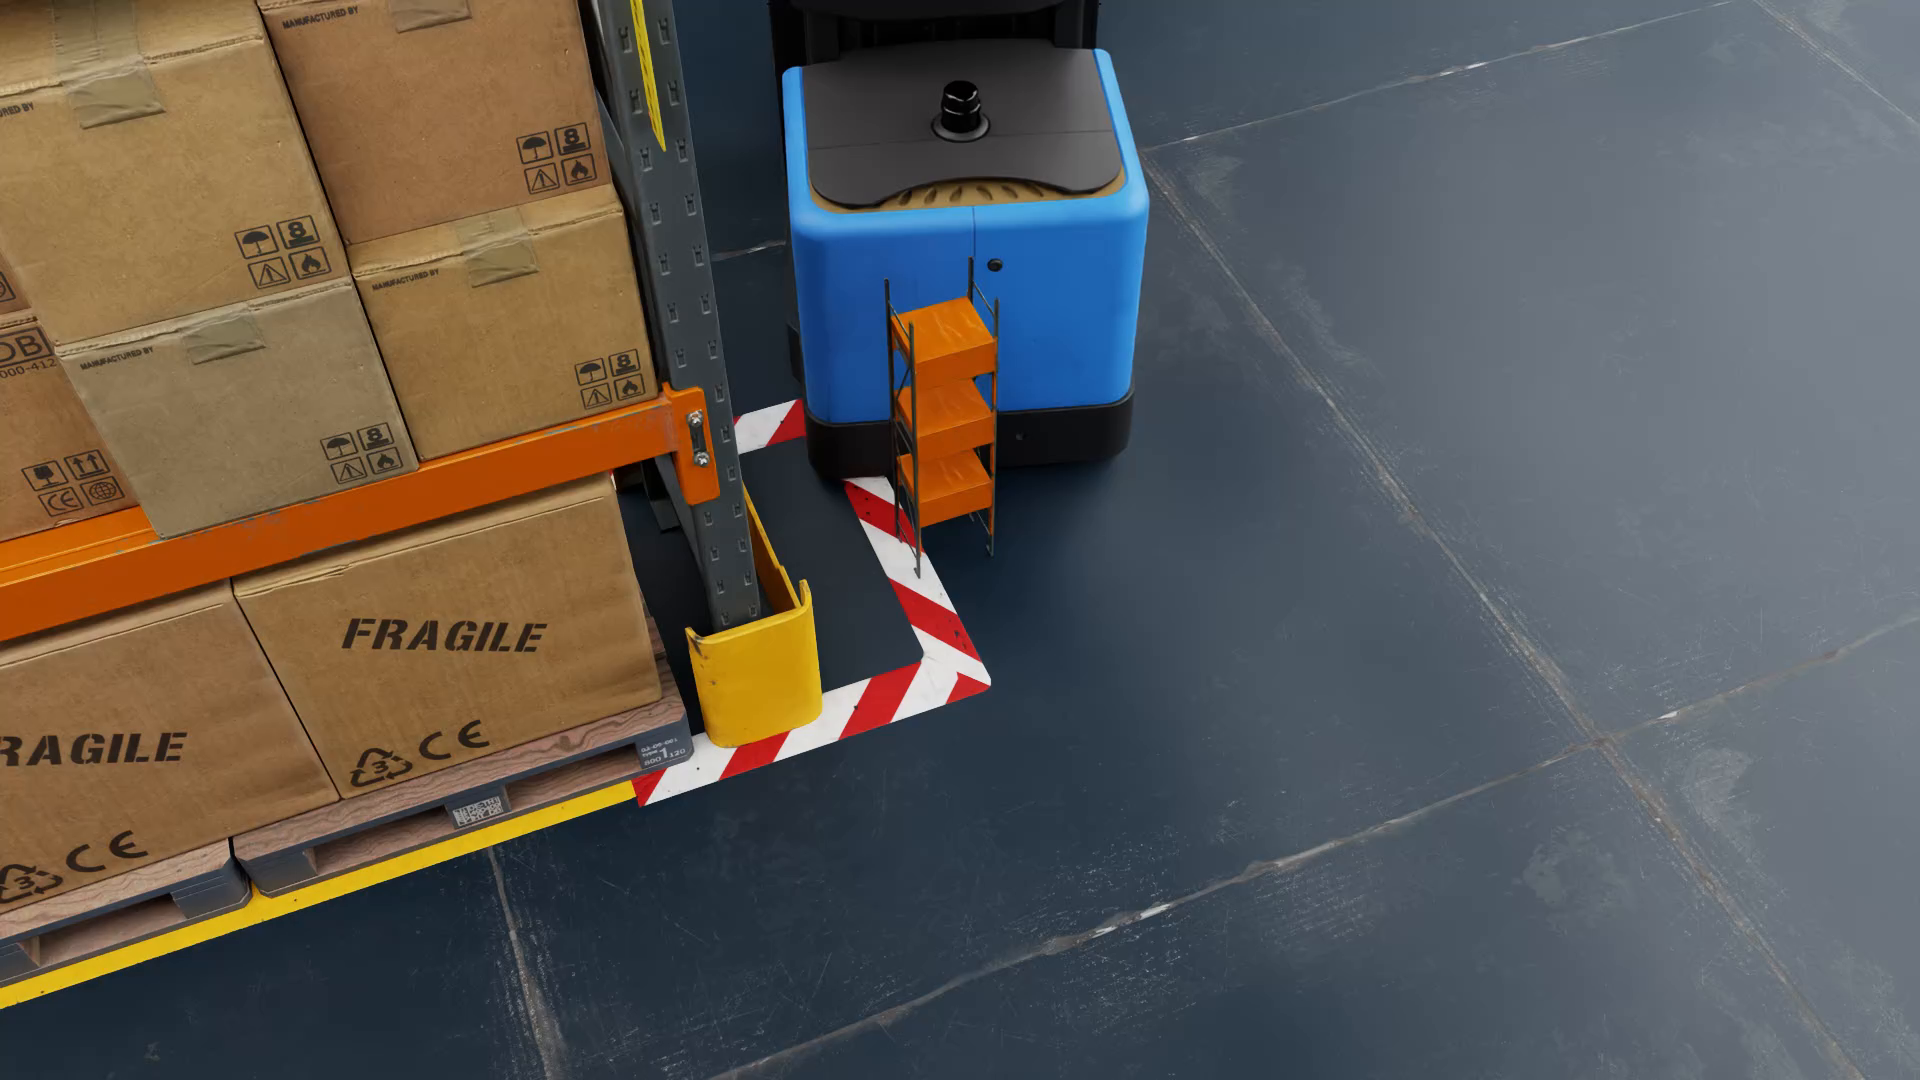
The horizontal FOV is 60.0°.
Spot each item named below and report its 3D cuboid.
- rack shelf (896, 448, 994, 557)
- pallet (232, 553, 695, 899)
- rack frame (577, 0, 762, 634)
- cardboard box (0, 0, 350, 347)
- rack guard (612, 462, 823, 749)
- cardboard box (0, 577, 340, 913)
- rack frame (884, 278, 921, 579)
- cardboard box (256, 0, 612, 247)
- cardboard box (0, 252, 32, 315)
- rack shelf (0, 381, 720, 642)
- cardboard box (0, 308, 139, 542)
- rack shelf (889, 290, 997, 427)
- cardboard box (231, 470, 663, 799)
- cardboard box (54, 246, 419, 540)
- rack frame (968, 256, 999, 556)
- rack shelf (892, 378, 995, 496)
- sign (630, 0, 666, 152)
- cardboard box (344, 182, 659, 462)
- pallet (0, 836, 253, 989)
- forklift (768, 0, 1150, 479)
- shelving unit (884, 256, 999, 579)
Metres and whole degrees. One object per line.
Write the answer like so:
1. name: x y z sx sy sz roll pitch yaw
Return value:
1. rack shelf: -0.049 -0.139 5.057 0.240 0.259 0.215 -17 52 -14
2. pallet: -1.491 0.373 4.791 1.213 0.211 1.003 -17 52 -14
3. rack frame: -0.781 -0.820 3.977 0.127 3.000 1.000 -17 52 -14
4. cardboard box: -1.613 -0.919 3.251 0.550 0.550 0.875 -17 52 -14
5. rack guard: -0.758 -0.013 4.931 0.348 0.500 1.175 -17 52 -14
6. cardboard box: -2.197 0.230 4.199 0.875 0.875 0.875 -18 52 -15
7. rack frame: -0.162 -0.292 4.808 0.008 1.050 0.200 -17 52 -14
8. cardboard box: -1.139 -1.142 3.443 0.550 0.550 0.875 -17 52 -14
9. cardboard box: -2.183 -0.854 3.195 0.550 0.550 0.875 -17 52 -14
10. rack shelf: -2.632 -0.012 3.757 4.000 0.370 1.077 -17 52 -14
11. cardboard box: -2.174 -0.485 3.591 0.550 0.550 0.875 -17 52 -14
12. rack shelf: -0.049 -0.505 4.631 0.240 0.259 0.215 -17 52 -14
13. cardboard box: -1.383 -0.024 4.417 0.875 0.875 0.875 -17 51 -14
14. cardboard box: -1.608 -0.558 3.653 0.550 0.550 0.875 -17 52 -14
15. rack frame: 0.064 -0.362 4.869 0.008 1.050 0.200 -17 52 -14
16. rack shelf: -0.049 -0.320 4.847 0.240 0.259 0.215 -17 52 -14
17. sign: -0.588 -0.890 3.117 0.005 0.325 0.100 -17 52 -14
18. cardboard box: -1.107 -0.731 3.801 0.550 0.550 0.875 -17 52 -14
19. pallet: -2.619 0.720 4.493 1.213 0.211 1.003 -17 52 -14
20. forklift: -0.111 -2.279 5.275 1.130 2.935 3.031 -4 49 -4
21. shelving unit: -0.049 -0.327 4.839 0.252 1.050 0.215 -17 52 -14
